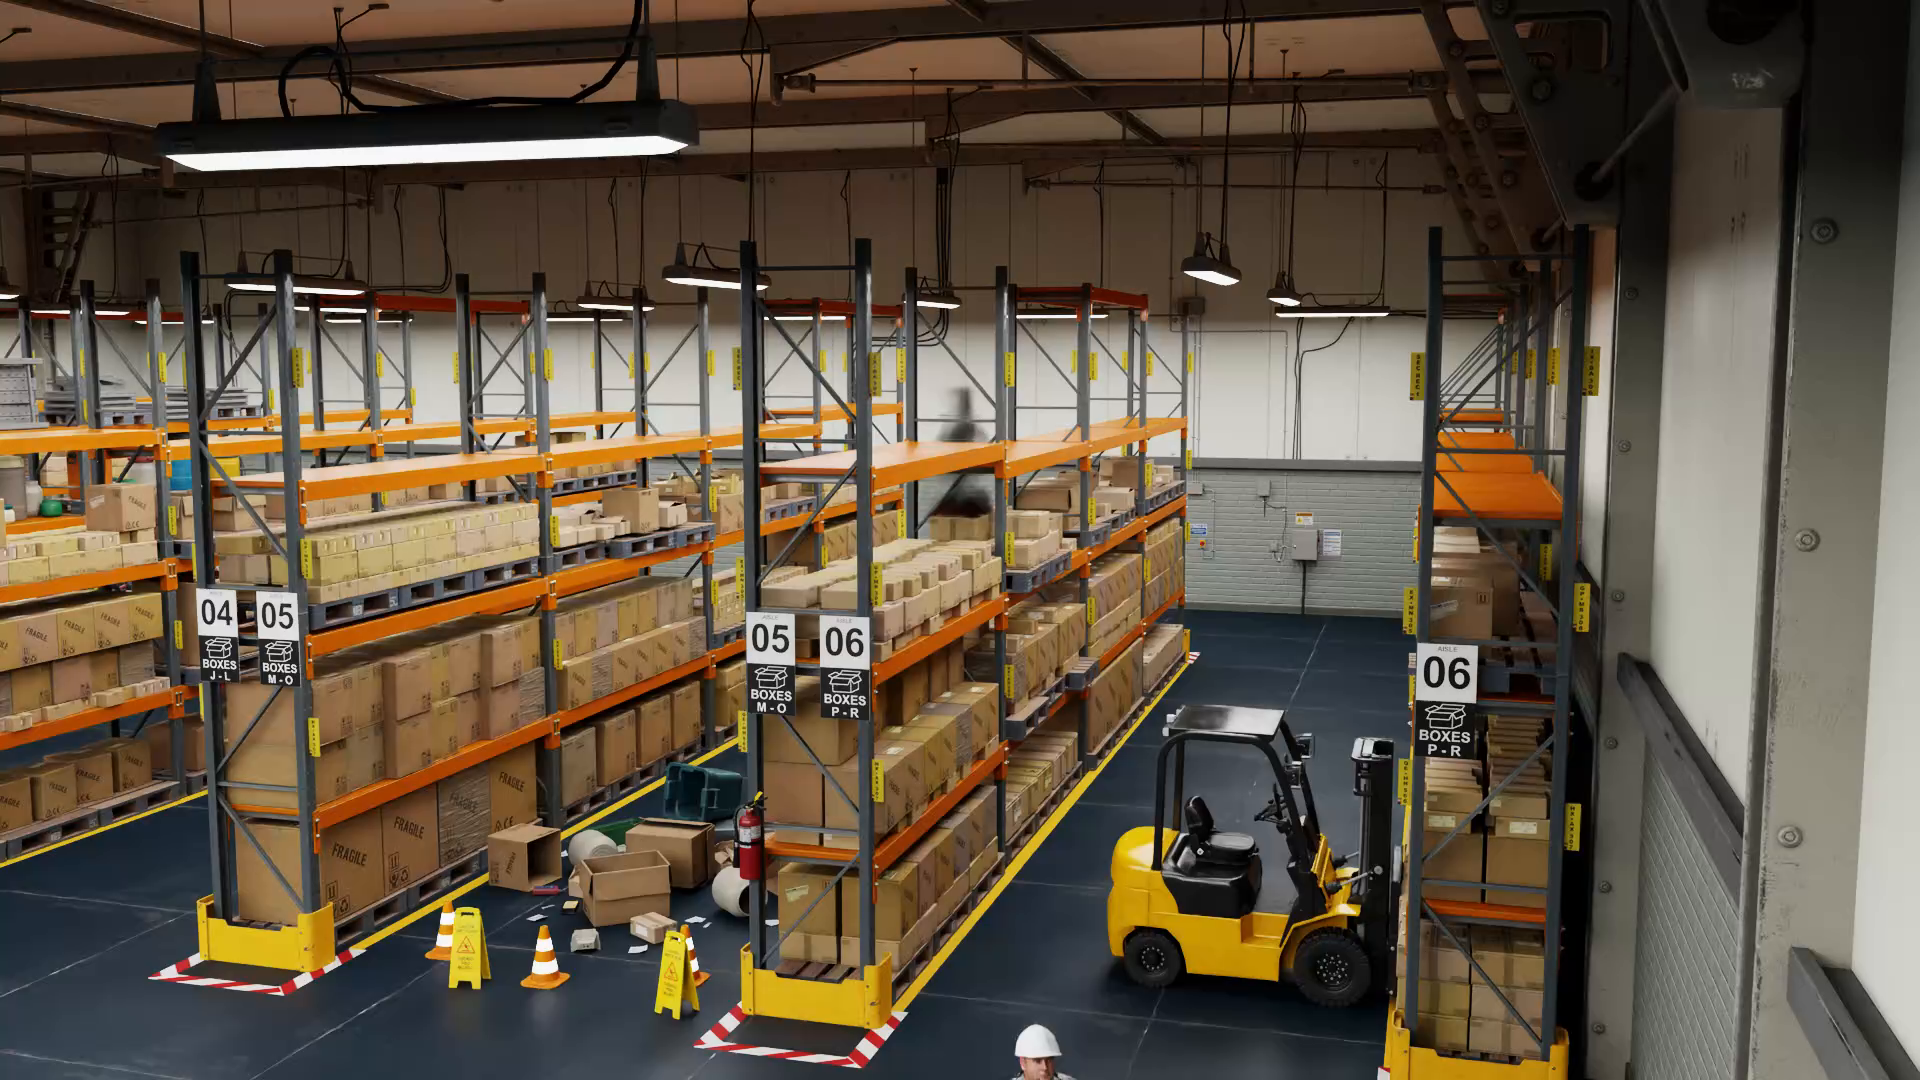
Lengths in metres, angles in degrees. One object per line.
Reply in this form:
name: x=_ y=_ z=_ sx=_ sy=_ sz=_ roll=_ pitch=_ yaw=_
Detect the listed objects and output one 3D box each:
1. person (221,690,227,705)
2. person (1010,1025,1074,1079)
person: x=-10.293 y=1.785 z=23.085 sx=0.592 sy=1.635 sz=0.621 roll=2 pitch=7 yaw=21
person: x=0.360 y=3.354 z=8.490 sx=0.627 sy=1.841 sz=0.782 roll=0 pitch=6 yaw=-3
